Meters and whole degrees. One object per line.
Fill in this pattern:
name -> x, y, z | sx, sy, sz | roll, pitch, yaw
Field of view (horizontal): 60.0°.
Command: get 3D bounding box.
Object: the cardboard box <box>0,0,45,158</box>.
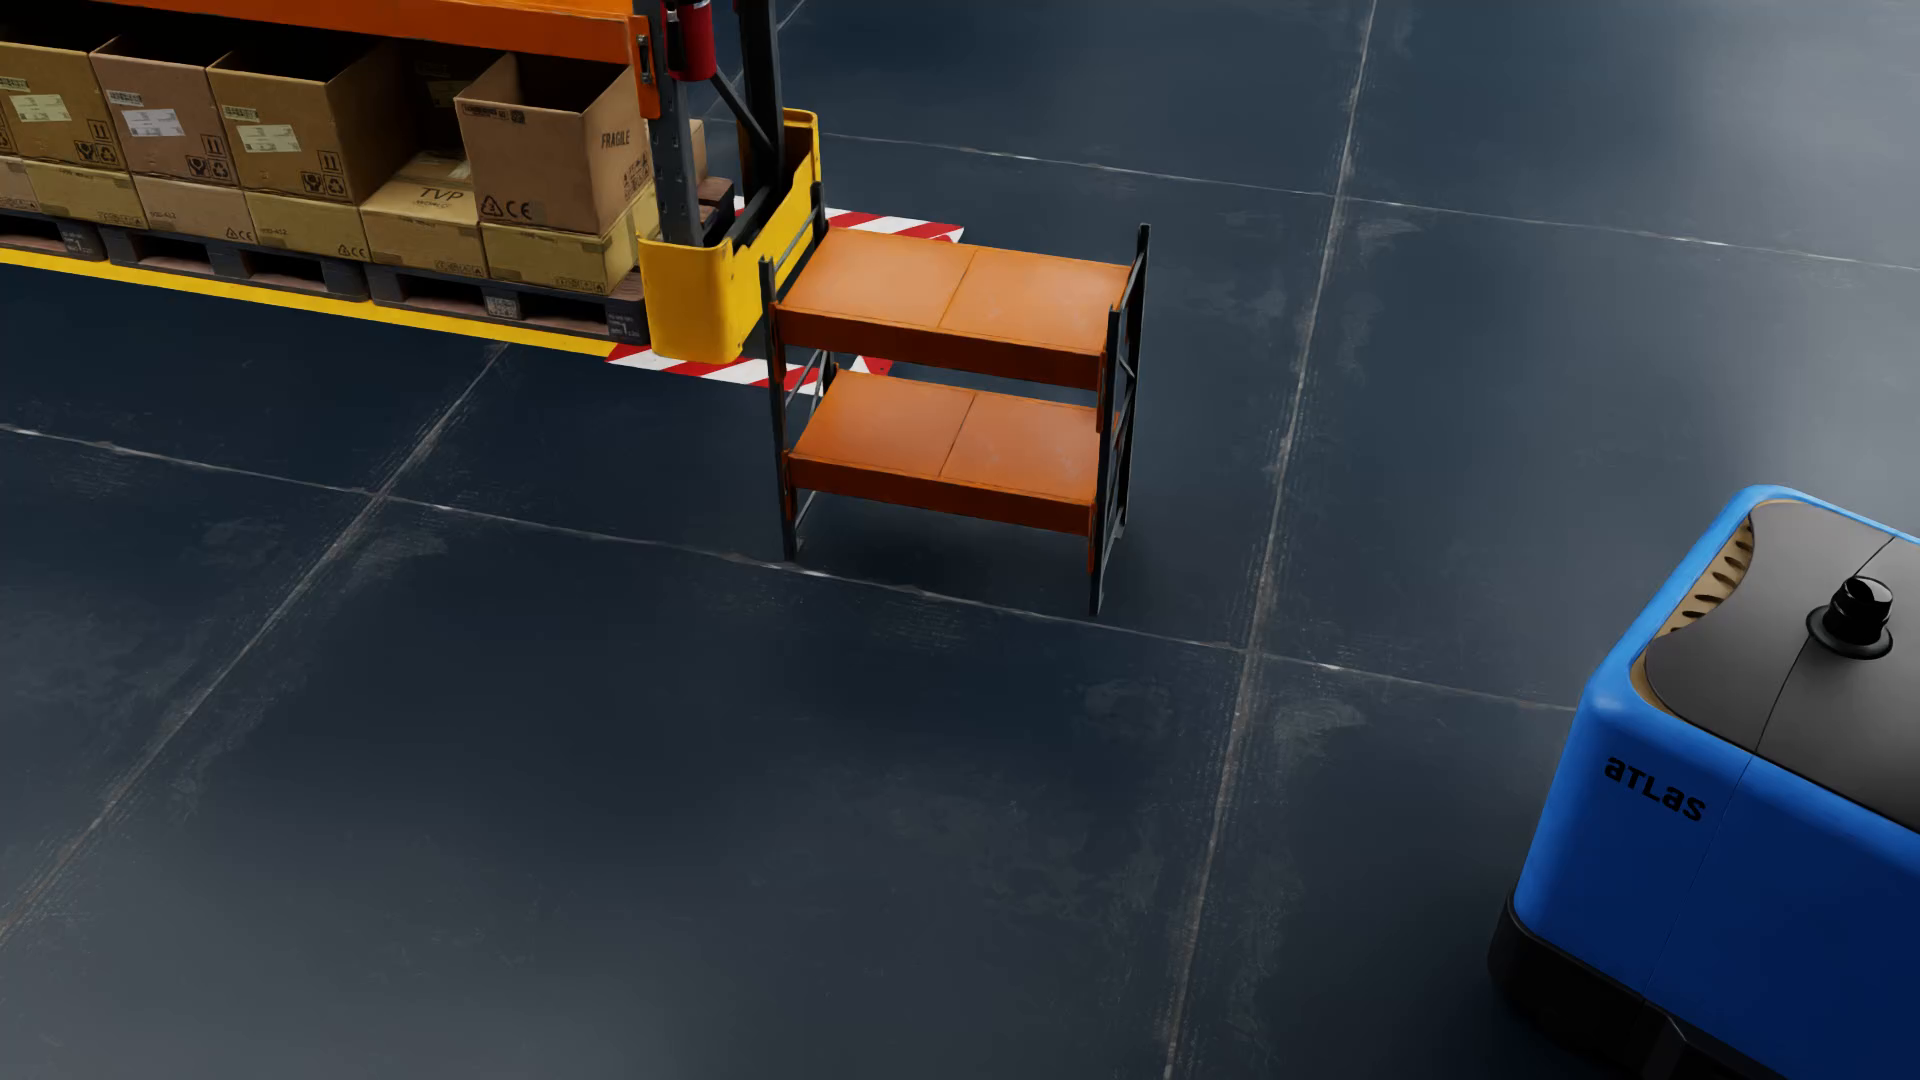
cardboard box -> -3.923, -1.911, 6.715 | 0.500, 0.500, 0.500 | 10, 41, 11

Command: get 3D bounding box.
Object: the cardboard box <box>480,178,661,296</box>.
cardboard box -> -1.506, -1.214, 6.469 | 0.500, 0.250, 0.500 | 10, 41, 11

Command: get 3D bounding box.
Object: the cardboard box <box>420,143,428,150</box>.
cardboard box -> -2.339, -1.700, 7.048 | 0.500, 0.250, 0.500 | 10, 41, 11

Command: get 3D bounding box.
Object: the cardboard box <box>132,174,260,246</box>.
cardboard box -> -2.958, -1.456, 6.757 | 0.500, 0.250, 0.500 | 10, 41, 11

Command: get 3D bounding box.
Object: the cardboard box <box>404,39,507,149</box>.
cardboard box -> -1.856, -1.905, 6.708 | 0.500, 0.500, 0.500 | 10, 41, 11

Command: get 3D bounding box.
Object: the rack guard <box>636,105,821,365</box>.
rack guard -> -0.888, -1.240, 6.631 | 0.348, 0.500, 1.175 | 10, 41, 11

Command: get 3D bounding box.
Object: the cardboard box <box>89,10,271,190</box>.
cardboard box -> -2.959, -1.741, 6.513 | 0.500, 0.500, 0.500 | 10, 41, 11

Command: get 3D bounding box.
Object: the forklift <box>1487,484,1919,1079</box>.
forklift -> 2.768, 0.388, 2.803 | 3.031, 2.935, 1.130 | 29, 48, 30

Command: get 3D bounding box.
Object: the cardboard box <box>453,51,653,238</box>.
cardboard box -> -1.506, -1.500, 6.226 | 0.500, 0.500, 0.500 | 10, 41, 11

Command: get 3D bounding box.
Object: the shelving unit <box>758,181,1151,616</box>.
shelving unit -> -0.007, -0.432, 5.183 | 1.048, 1.125, 0.538 | 10, 41, 11

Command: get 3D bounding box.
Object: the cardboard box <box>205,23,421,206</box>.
cardboard box -> -2.476, -1.657, 6.413 | 0.500, 0.500, 0.500 | 10, 41, 11

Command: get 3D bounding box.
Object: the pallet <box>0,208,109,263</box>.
pallet -> -4.018, -1.640, 7.332 | 1.213, 0.211, 1.003 | 10, 41, 11

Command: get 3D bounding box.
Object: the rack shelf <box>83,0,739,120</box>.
rack shelf -> -2.844, -2.258, 6.459 | 4.000, 0.370, 1.077 | 10, 41, 11

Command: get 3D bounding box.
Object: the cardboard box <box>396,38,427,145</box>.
cardboard box -> -2.342, -1.980, 6.798 | 0.500, 0.500, 0.500 | 10, 41, 11

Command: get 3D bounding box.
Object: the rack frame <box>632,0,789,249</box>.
rack frame -> -0.911, -2.201, 5.832 | 0.127, 3.000, 1.000 | 10, 41, 11

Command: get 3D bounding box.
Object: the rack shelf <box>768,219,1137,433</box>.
rack shelf -> -0.007, -0.656, 4.995 | 1.000, 0.278, 0.538 | 10, 41, 11

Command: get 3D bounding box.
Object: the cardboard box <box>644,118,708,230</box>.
cardboard box -> -1.372, -1.536, 6.852 | 0.500, 0.250, 0.500 | 10, 41, 11

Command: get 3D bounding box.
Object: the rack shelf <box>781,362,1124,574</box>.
rack shelf -> -0.007, -0.245, 5.341 | 1.000, 0.278, 0.538 | 10, 41, 11

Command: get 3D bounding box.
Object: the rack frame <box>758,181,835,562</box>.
rack frame -> -0.498, -0.516, 5.284 | 0.032, 1.125, 0.500 | 10, 41, 11

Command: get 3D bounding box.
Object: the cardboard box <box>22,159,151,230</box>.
cardboard box -> -3.443, -1.536, 6.851 | 0.500, 0.250, 0.500 | 10, 41, 11

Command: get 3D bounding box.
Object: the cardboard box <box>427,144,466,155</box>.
cardboard box -> -1.856, -1.617, 6.948 | 0.500, 0.250, 0.500 | 10, 41, 11

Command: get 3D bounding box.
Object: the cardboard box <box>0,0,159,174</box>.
cardboard box -> -3.442, -1.823, 6.611 | 0.500, 0.500, 0.500 | 10, 41, 11

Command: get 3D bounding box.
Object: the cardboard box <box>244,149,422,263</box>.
cardboard box -> -2.475, -1.372, 6.657 | 0.500, 0.250, 0.500 | 10, 41, 11

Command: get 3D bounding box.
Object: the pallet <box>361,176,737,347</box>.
pallet -> -1.661, -1.234, 6.849 | 1.213, 0.211, 1.003 | 10, 41, 11

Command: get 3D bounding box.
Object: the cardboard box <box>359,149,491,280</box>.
cardboard box -> -1.992, -1.290, 6.559 | 0.500, 0.250, 0.500 | 10, 41, 11

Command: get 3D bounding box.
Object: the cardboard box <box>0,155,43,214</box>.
cardboard box -> -3.924, -1.622, 6.954 | 0.500, 0.250, 0.500 | 10, 41, 11

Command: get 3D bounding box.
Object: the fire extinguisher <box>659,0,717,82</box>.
fire extinguisher -> -0.917, -1.863, 5.490 | 0.183, 0.674, 0.296 | 10, 41, 11

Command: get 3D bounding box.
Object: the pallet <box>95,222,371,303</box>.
pallet -> -2.836, -1.438, 7.092 | 1.213, 0.211, 1.003 | 10, 41, 11

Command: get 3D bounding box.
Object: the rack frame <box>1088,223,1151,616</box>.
rack frame -> 0.485, -0.347, 5.083 | 0.032, 1.125, 0.500 | 10, 41, 11
